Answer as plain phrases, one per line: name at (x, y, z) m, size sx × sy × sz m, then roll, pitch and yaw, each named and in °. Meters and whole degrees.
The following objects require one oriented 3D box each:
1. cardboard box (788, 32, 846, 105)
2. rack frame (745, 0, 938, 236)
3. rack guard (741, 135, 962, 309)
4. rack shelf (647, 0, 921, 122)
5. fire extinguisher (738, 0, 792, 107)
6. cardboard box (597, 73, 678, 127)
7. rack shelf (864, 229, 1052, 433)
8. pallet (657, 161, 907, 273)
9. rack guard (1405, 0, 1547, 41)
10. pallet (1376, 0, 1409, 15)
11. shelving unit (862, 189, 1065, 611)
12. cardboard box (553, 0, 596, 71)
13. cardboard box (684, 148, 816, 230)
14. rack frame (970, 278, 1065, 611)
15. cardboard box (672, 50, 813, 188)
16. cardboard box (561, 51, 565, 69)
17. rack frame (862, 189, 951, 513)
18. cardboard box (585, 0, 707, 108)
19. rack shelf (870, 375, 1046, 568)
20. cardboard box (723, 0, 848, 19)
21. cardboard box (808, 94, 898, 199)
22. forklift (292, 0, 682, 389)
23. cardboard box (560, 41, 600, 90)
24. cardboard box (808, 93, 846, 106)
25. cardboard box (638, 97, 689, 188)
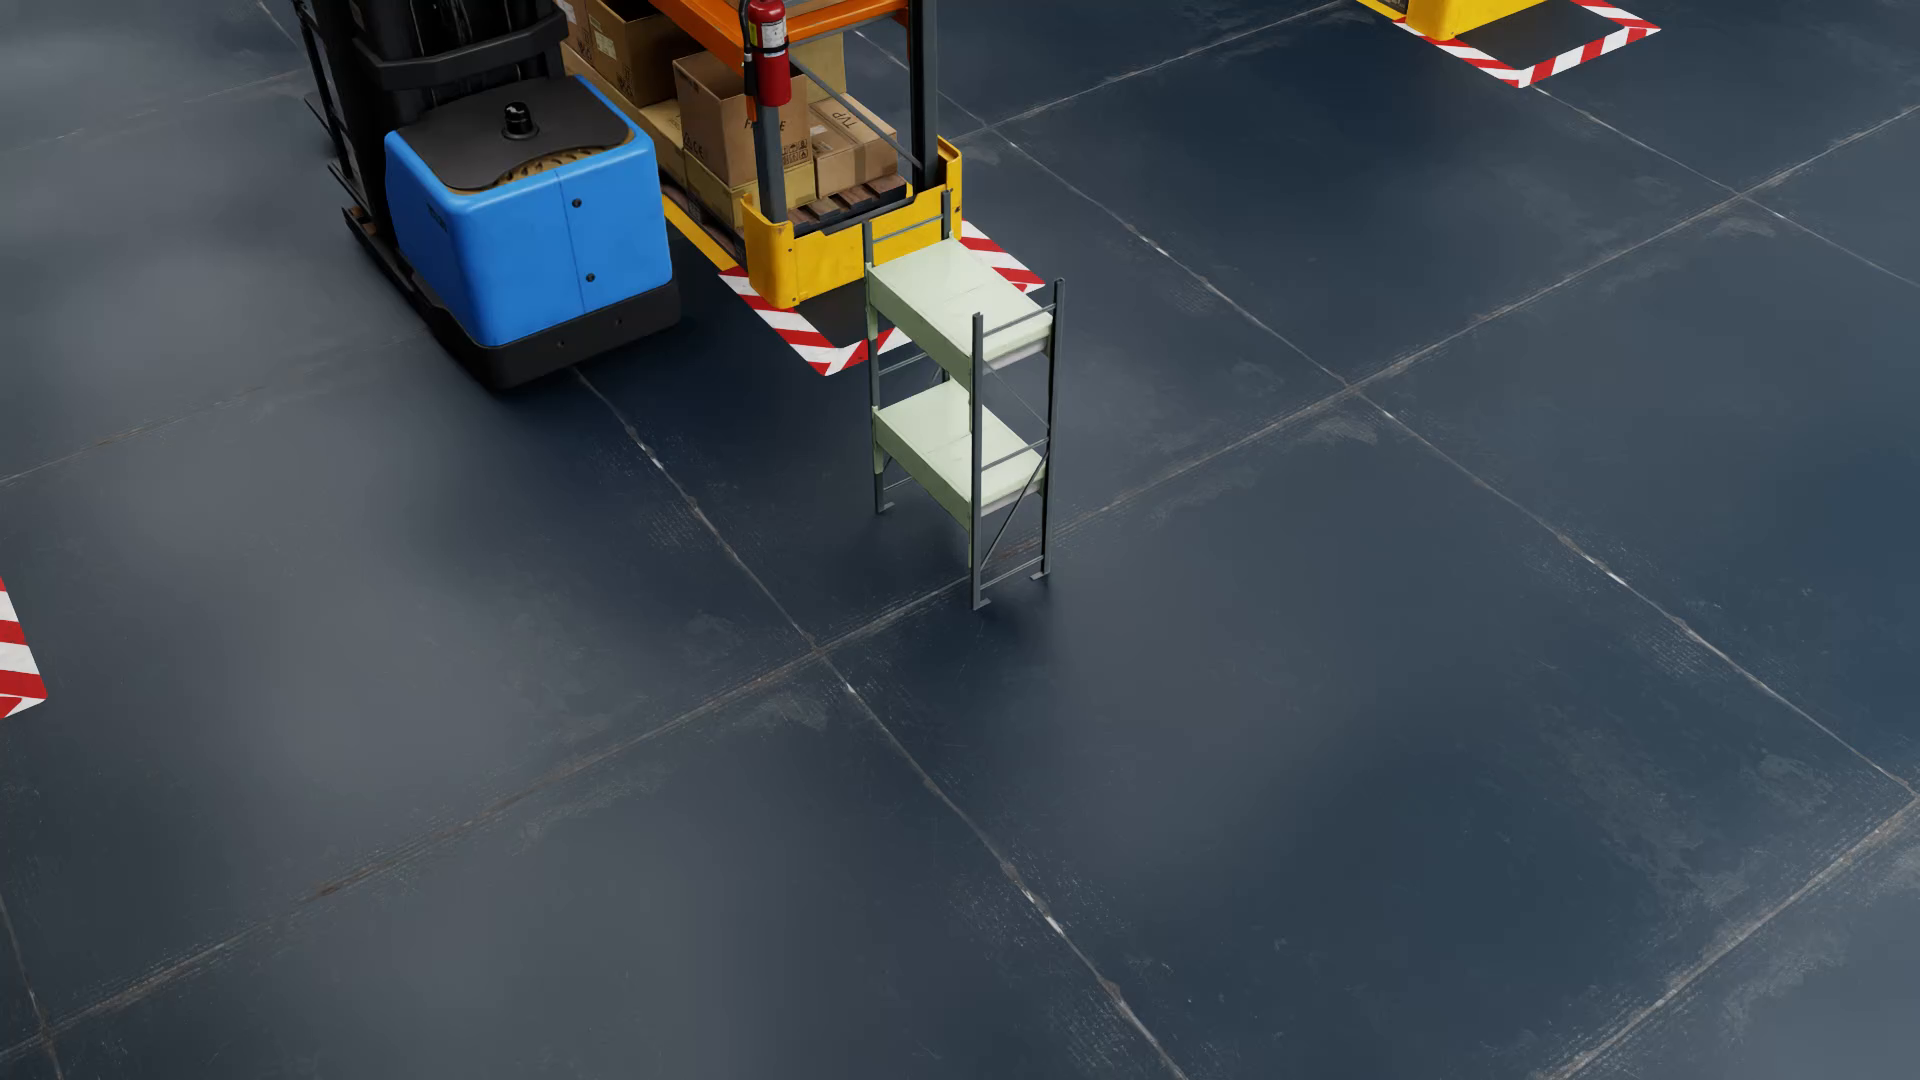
cardboard box at (-0.969, -2.688, 9.028) m, size 0.500 × 0.500 × 0.500 m, roll -26°, pitch 49°, yaw -24°
rack frame at (-0.557, -2.585, 7.777) m, size 1.000 × 3.000 × 0.127 m, roll -26°, pitch 49°, yaw -24°
rack guard at (-0.543, -1.667, 8.625) m, size 1.175 × 0.500 × 0.348 m, roll -26°, pitch 49°, yaw -24°
rack shelf at (-1.701, -3.458, 9.211) m, size 1.077 × 0.370 × 4.000 m, roll -26°, pitch 49°, yaw -24°
fire extinguisher at (-0.871, -2.307, 7.541) m, size 0.296 × 0.674 × 0.183 m, roll -26°, pitch 49°, yaw -24°
cardboard box at (-1.690, -2.490, 9.364) m, size 0.500 × 0.250 × 0.500 m, roll -26°, pitch 49°, yaw -24°
rack shelf at (0.004, -0.821, 6.450) m, size 0.431 × 0.370 × 0.720 m, roll -26°, pitch 49°, yaw -24°
pallet at (-1.029, -1.993, 9.176) m, size 1.003 × 0.211 × 1.213 m, roll -26°, pitch 49°, yaw -24°
rack guard at (3.426, -3.660, 10.713) m, size 1.175 × 0.500 × 0.348 m, roll -26°, pitch 49°, yaw -24°
pallet at (2.965, -4.018, 11.297) m, size 1.003 × 0.211 × 1.213 m, roll -26°, pitch 49°, yaw -24°
shelving unit at (0.004, -0.539, 6.719) m, size 0.431 × 1.500 × 0.755 m, roll -26°, pitch 49°, yaw -24°
cardboard box at (-1.977, -3.044, 9.401) m, size 0.500 × 0.500 × 0.500 m, roll -26°, pitch 49°, yaw -24°
cardboard box at (-1.106, -1.929, 8.777) m, size 0.500 × 0.250 × 0.500 m, roll -26°, pitch 49°, yaw -24°
rack frame at (0.213, -0.331, 6.502) m, size 0.400 × 1.500 × 0.023 m, roll -26°, pitch 49°, yaw -24°
cardboard box at (-1.108, -2.200, 8.517) m, size 0.500 × 0.500 × 0.500 m, roll -26°, pitch 49°, yaw -24°
cardboard box at (-2.265, -3.055, 9.956) m, size 0.500 × 0.250 × 0.500 m, roll -26°, pitch 49°, yaw -24°
rack frame at (-0.206, -0.746, 6.936) m, size 0.400 × 1.500 × 0.023 m, roll -26°, pitch 49°, yaw -24°
cardboard box at (-1.692, -2.760, 9.104) m, size 0.500 × 0.500 × 0.500 m, roll -26°, pitch 49°, yaw -24°
rack shelf at (0.004, -0.303, 6.944) m, size 0.431 × 0.370 × 0.720 m, roll -26°, pitch 49°, yaw -24°
cardboard box at (-0.814, -2.891, 8.024) m, size 0.700 × 0.500 × 0.500 m, roll -26°, pitch 49°, yaw -24°
cardboard box at (-0.682, -2.134, 8.991) m, size 0.500 × 0.250 × 0.500 m, roll -26°, pitch 49°, yaw -24°
forklift at (-2.649, -2.758, 8.007) m, size 1.130 × 2.935 × 3.031 m, roll -26°, pitch 49°, yaw -25°
cardboard box at (-1.974, -2.774, 9.662) m, size 0.500 × 0.250 × 0.500 m, roll -26°, pitch 49°, yaw -24°
cardboard box at (-0.971, -2.416, 9.286) m, size 0.500 × 0.250 × 0.500 m, roll -26°, pitch 49°, yaw -24°
cardboard box at (-1.402, -2.208, 9.069) m, size 0.500 × 0.250 × 0.500 m, roll -26°, pitch 49°, yaw -24°
